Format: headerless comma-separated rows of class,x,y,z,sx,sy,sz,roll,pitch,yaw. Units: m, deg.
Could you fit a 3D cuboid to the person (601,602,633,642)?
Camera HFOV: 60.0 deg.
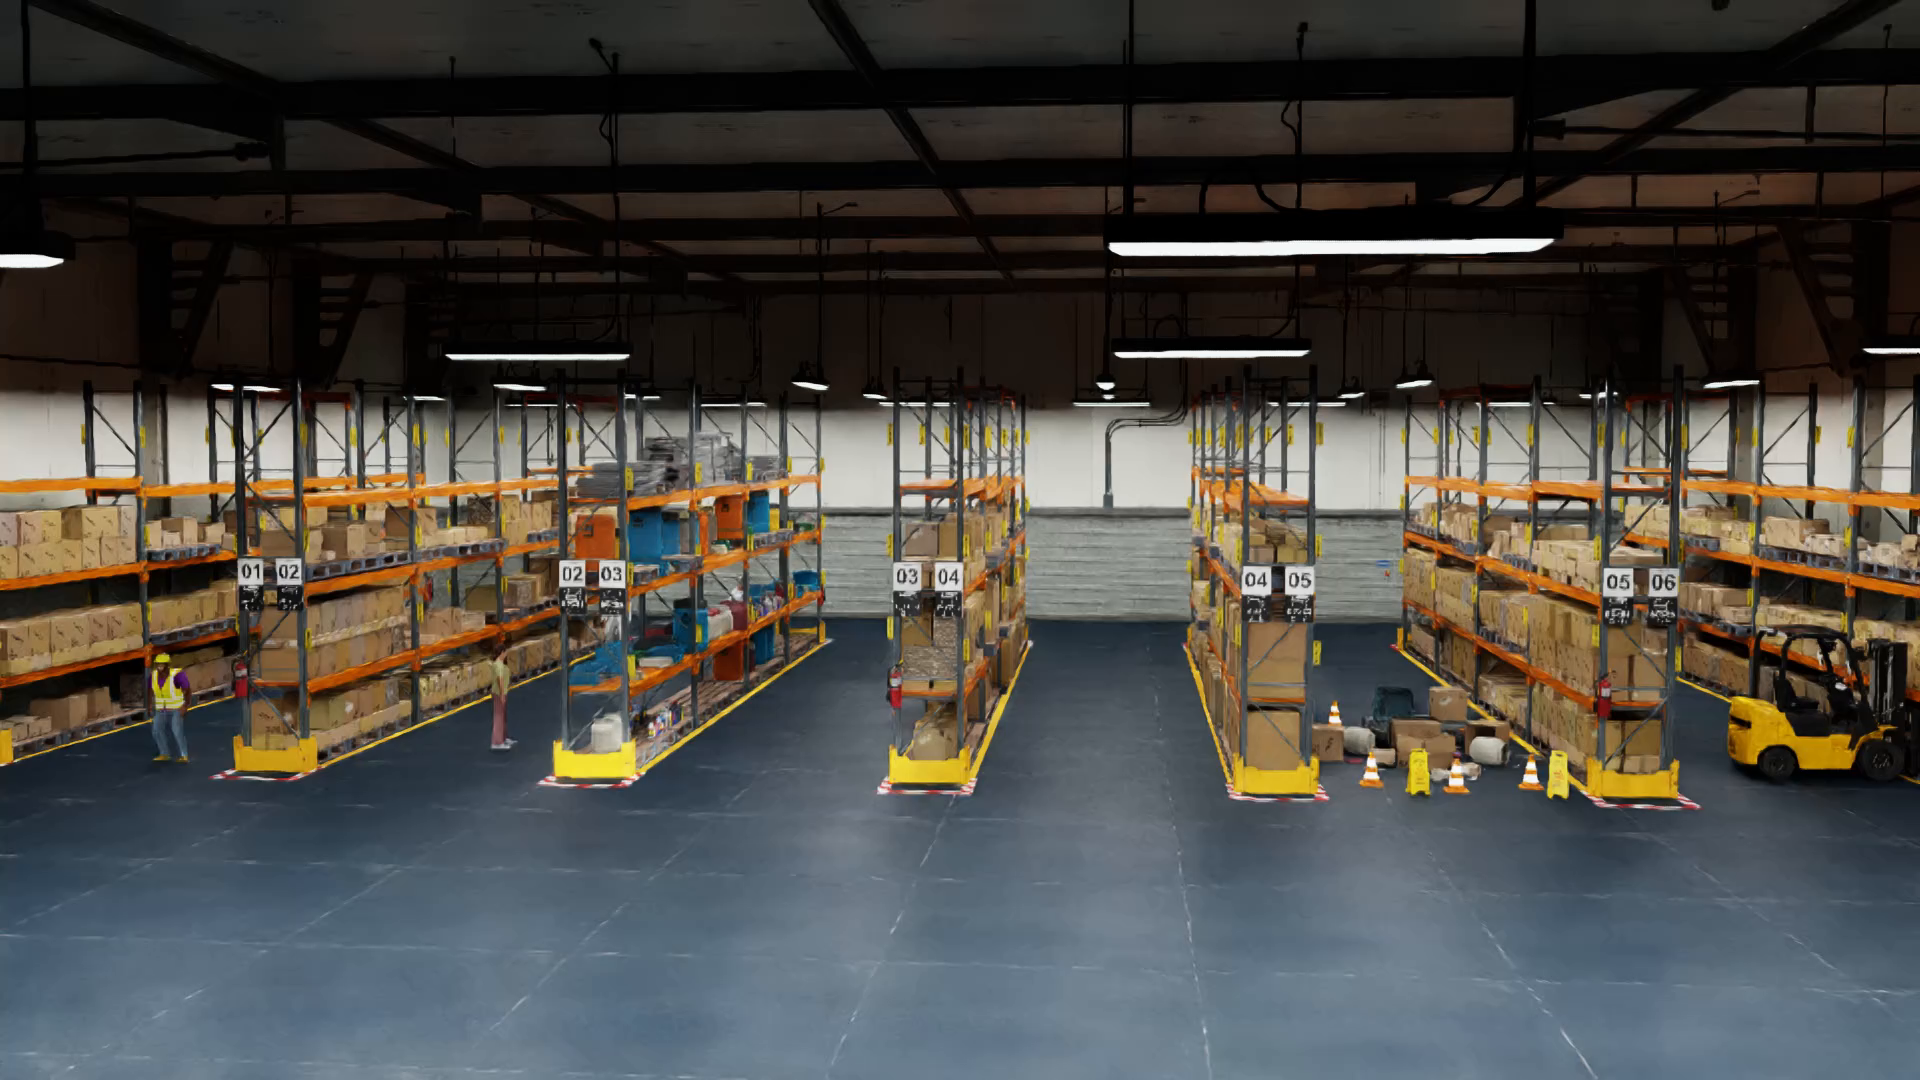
person,-7.661,1.838,37.094,0.729,1.732,0.546,0,4,4

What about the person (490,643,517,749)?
person,-7.346,2.490,26.737,0.432,1.677,0.499,-2,4,-25

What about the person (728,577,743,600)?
person,-5.149,1.714,39.254,0.686,1.709,0.867,1,4,11

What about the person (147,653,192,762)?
person,-12.129,2.570,25.471,0.719,1.714,0.572,0,4,4

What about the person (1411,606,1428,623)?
person,11.252,1.642,40.770,0.681,1.658,0.496,-1,4,-22
